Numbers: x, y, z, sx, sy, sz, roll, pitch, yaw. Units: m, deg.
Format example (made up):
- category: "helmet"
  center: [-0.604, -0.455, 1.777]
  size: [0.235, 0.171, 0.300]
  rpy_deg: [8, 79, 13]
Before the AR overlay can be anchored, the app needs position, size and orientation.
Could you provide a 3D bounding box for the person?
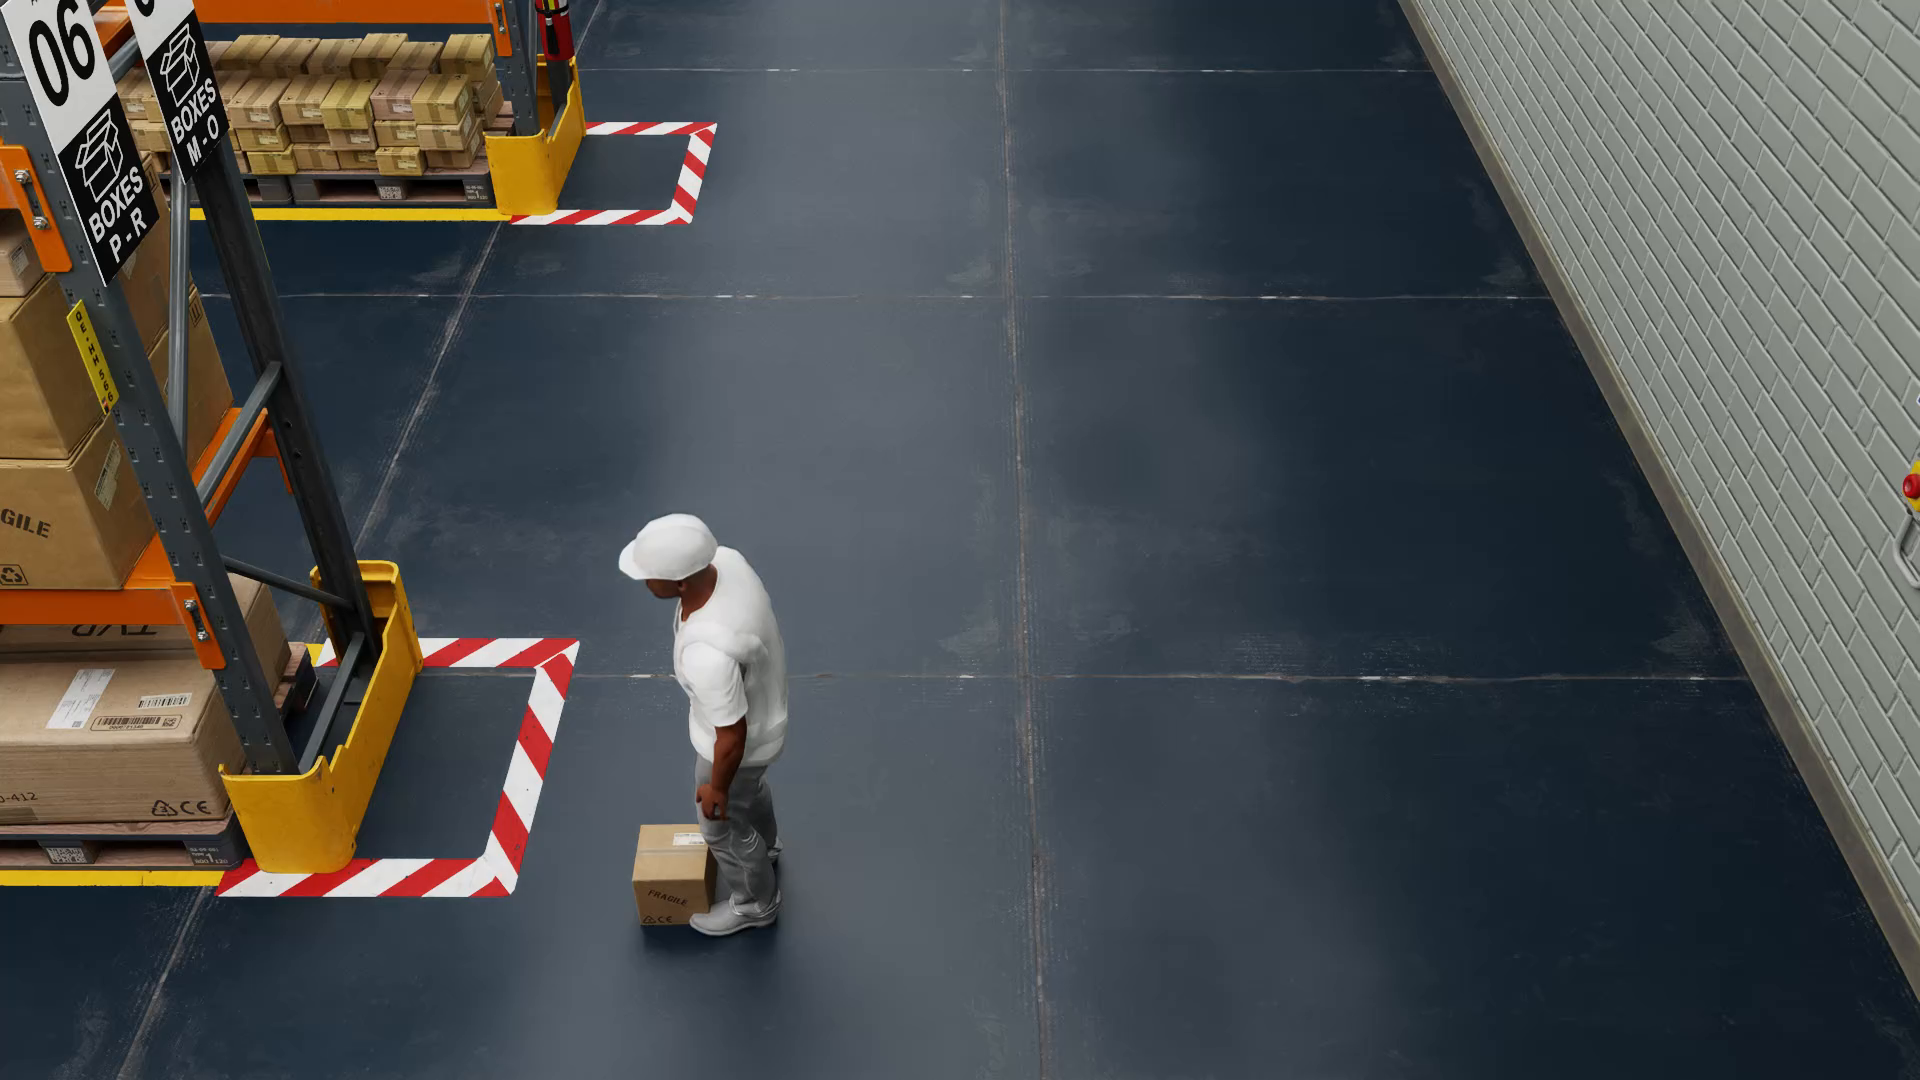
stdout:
- category: "person"
  center: [-0.779, 0.600, 5.410]
  size: [0.462, 1.759, 0.632]
  rpy_deg: [-2, 39, -3]
